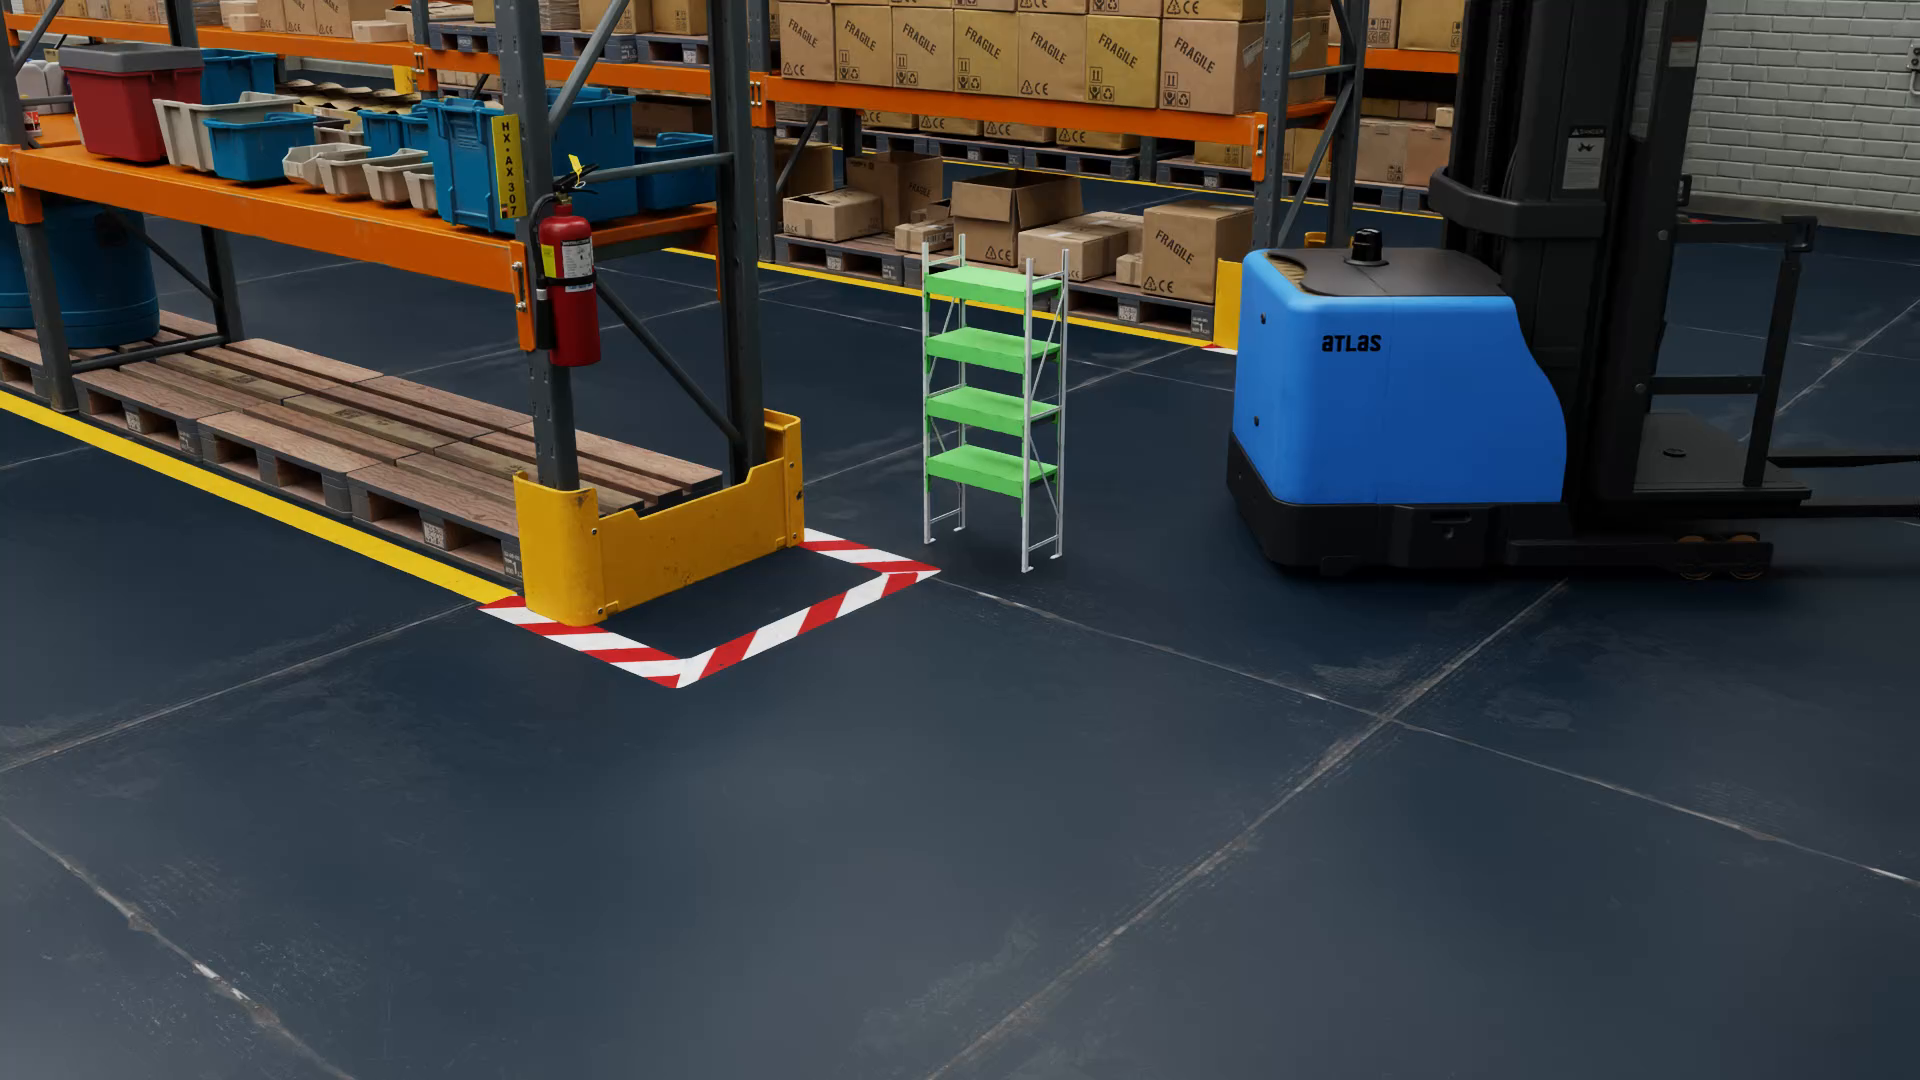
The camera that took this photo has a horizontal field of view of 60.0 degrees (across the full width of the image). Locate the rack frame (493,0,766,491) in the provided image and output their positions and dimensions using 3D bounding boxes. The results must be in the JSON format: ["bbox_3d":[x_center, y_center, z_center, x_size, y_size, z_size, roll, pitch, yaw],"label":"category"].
[{"bbox_3d":[-1.126,-1.287,5.831,0.127,3.000,1.000,16,26,36],"label":"rack frame"}]

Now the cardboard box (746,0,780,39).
[{"bbox_3d":[-1.315,-3.943,12.137,0.500,0.500,0.700,7,22,18],"label":"cardboard box"}]

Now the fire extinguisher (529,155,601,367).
[{"bbox_3d":[-1.296,-0.919,5.492,0.183,0.674,0.296,16,26,36],"label":"fire extinguisher"}]

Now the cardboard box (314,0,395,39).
[{"bbox_3d":[-5.499,-4.842,15.116,0.500,0.500,0.500,14,25,33],"label":"cardboard box"}]

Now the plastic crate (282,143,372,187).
[{"bbox_3d":[-2.560,-1.510,6.709,0.250,0.136,0.298,16,26,36],"label":"plastic crate"}]

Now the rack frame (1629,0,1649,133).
[{"bbox_3d":[5.138,-3.996,13.012,0.127,3.000,1.000,16,26,36],"label":"rack frame"}]

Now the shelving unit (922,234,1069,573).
[{"bbox_3d":[0.128,-0.524,6.359,0.503,1.200,0.258,16,26,36],"label":"shelving unit"}]

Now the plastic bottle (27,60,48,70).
[{"bbox_3d":[-5.240,-2.587,9.454,0.135,0.276,0.152,16,26,36],"label":"plastic bottle"}]

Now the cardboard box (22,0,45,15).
[{"bbox_3d":[-10.033,-6.149,18.582,0.500,0.500,0.700,16,26,36],"label":"cardboard box"}]

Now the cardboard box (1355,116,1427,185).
[{"bbox_3d":[3.755,-3.375,14.314,0.500,0.500,0.700,15,25,35],"label":"cardboard box"}]

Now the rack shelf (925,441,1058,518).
[{"bbox_3d":[0.128,-0.240,6.466,0.480,0.148,0.258,16,26,36],"label":"rack shelf"}]

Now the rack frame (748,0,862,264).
[{"bbox_3d":[-1.090,-3.533,11.786,0.127,3.000,1.000,16,26,36],"label":"rack frame"}]

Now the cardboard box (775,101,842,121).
[{"bbox_3d":[-1.650,-4.963,18.497,0.500,0.500,0.700,17,26,37],"label":"cardboard box"}]

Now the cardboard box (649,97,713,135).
[{"bbox_3d":[-2.085,-3.318,13.071,0.500,0.250,0.500,16,26,36],"label":"cardboard box"}]

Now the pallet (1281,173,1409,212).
[{"bbox_3d":[3.528,-3.120,14.643,1.213,0.211,1.003,16,26,36],"label":"pallet"}]

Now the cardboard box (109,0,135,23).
[{"bbox_3d":[-8.434,-5.691,17.366,0.500,0.500,0.700,17,26,37],"label":"cardboard box"}]

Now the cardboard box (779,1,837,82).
[{"bbox_3d":[-0.867,-3.392,11.269,0.500,0.500,0.500,17,26,38],"label":"cardboard box"}]

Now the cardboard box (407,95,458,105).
[{"bbox_3d":[-4.821,-3.910,15.292,0.500,0.311,0.500,15,26,35],"label":"cardboard box"}]

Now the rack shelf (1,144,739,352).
[{"bbox_3d":[-2.675,-1.397,7.141,4.000,0.370,1.077,16,26,36],"label":"rack shelf"}]

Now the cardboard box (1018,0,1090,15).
[{"bbox_3d":[0.694,-3.406,9.891,0.500,0.500,0.500,17,26,38],"label":"cardboard box"}]

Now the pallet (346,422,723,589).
[{"bbox_3d":[-1.740,-0.177,6.839,1.213,0.211,1.003,16,26,36],"label":"pallet"}]

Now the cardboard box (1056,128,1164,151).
[{"bbox_3d":[1.454,-4.188,15.975,0.750,0.750,0.750,16,26,37],"label":"cardboard box"}]

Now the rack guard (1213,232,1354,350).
[{"bbox_3d":[1.950,-1.488,9.905,0.348,0.500,1.175,16,26,36],"label":"rack guard"}]

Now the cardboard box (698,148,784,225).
[{"bbox_3d":[-1.653,-2.601,12.234,0.500,0.500,0.500,16,26,36],"label":"cardboard box"}]

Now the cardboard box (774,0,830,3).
[{"bbox_3d":[-0.903,-3.866,11.109,0.500,0.500,0.500,17,26,38],"label":"cardboard box"}]

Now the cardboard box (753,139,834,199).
[{"bbox_3d":[-1.311,-2.744,12.612,0.500,0.500,0.500,15,25,34],"label":"cardboard box"}]

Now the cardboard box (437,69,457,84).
[{"bbox_3d":[-6.778,-6.334,22.401,0.500,0.311,0.500,13,24,30],"label":"cardboard box"}]

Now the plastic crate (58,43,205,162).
[{"bbox_3d":[-3.692,-1.970,7.466,0.583,0.464,0.402,16,26,36],"label":"plastic crate"}]

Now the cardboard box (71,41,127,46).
[{"bbox_3d":[-9.783,-5.433,19.063,0.500,0.500,0.500,16,26,36],"label":"cardboard box"}]

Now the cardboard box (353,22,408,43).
[{"bbox_3d":[-5.060,-4.433,14.529,0.250,0.149,0.380,16,26,36],"label":"cardboard box"}]

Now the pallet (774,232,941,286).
[{"bbox_3d":[-0.558,-2.075,11.871,1.213,0.211,1.003,16,26,36],"label":"pallet"}]

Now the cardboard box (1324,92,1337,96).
[{"bbox_3d":[3.376,-3.878,14.729,0.250,0.149,0.380,16,26,37],"label":"cardboard box"}]

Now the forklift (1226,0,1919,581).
[{"bbox_3d":[2.662,-1.406,6.243,3.031,2.935,1.130,-1,21,-2],"label":"forklift"}]

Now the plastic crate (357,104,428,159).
[{"bbox_3d":[-2.362,-1.743,7.191,0.300,0.233,0.416,16,26,36],"label":"plastic crate"}]

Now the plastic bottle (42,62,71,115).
[{"bbox_3d":[-5.060,-2.536,9.317,0.135,0.276,0.152,16,26,36],"label":"plastic bottle"}]

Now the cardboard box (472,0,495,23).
[{"bbox_3d":[-3.630,-4.559,13.770,0.500,0.500,0.700,7,22,18],"label":"cardboard box"}]

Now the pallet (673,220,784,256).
[{"bbox_3d":[-1.744,-2.399,12.732,1.213,0.211,1.003,16,26,36],"label":"pallet"}]

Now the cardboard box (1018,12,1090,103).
[{"bbox_3d":[0.703,-2.941,10.073,0.500,0.500,0.500,16,26,37],"label":"cardboard box"}]

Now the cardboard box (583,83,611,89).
[{"bbox_3d":[-4.592,-5.664,20.829,0.250,0.166,0.380,12,24,29],"label":"cardboard box"}]

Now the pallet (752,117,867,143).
[{"bbox_3d":[-1.664,-4.650,18.701,1.213,0.211,1.003,16,26,36],"label":"pallet"}]

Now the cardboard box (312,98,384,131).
[{"bbox_3d":[-5.546,-3.875,15.199,0.500,0.311,0.500,16,26,36],"label":"cardboard box"}]

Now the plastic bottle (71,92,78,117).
[{"bbox_3d":[-4.690,-2.338,8.898,0.097,0.201,0.097,0,21,0],"label":"plastic bottle"}]

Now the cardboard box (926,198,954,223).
[{"bbox_3d":[0.112,-2.264,11.608,0.500,0.311,0.500,16,26,36],"label":"cardboard box"}]

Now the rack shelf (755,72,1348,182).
[{"bbox_3d":[0.460,-2.750,10.730,4.000,0.370,1.077,16,26,36],"label":"rack shelf"}]

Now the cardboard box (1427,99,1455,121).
[{"bbox_3d":[4.170,-3.650,14.125,0.250,0.149,0.380,16,26,37],"label":"cardboard box"}]

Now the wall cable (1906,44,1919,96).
[{"bbox_3d":[6.728,-4.444,12.761,1.851,1.984,0.084,16,26,36],"label":"wall cable"}]

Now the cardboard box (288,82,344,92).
[{"bbox_3d":[-6.386,-4.364,16.496,0.500,0.311,0.500,17,26,38],"label":"cardboard box"}]

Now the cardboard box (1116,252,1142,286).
[{"bbox_3d":[1.175,-1.690,10.290,0.250,0.166,0.380,16,26,36],"label":"cardboard box"}]
